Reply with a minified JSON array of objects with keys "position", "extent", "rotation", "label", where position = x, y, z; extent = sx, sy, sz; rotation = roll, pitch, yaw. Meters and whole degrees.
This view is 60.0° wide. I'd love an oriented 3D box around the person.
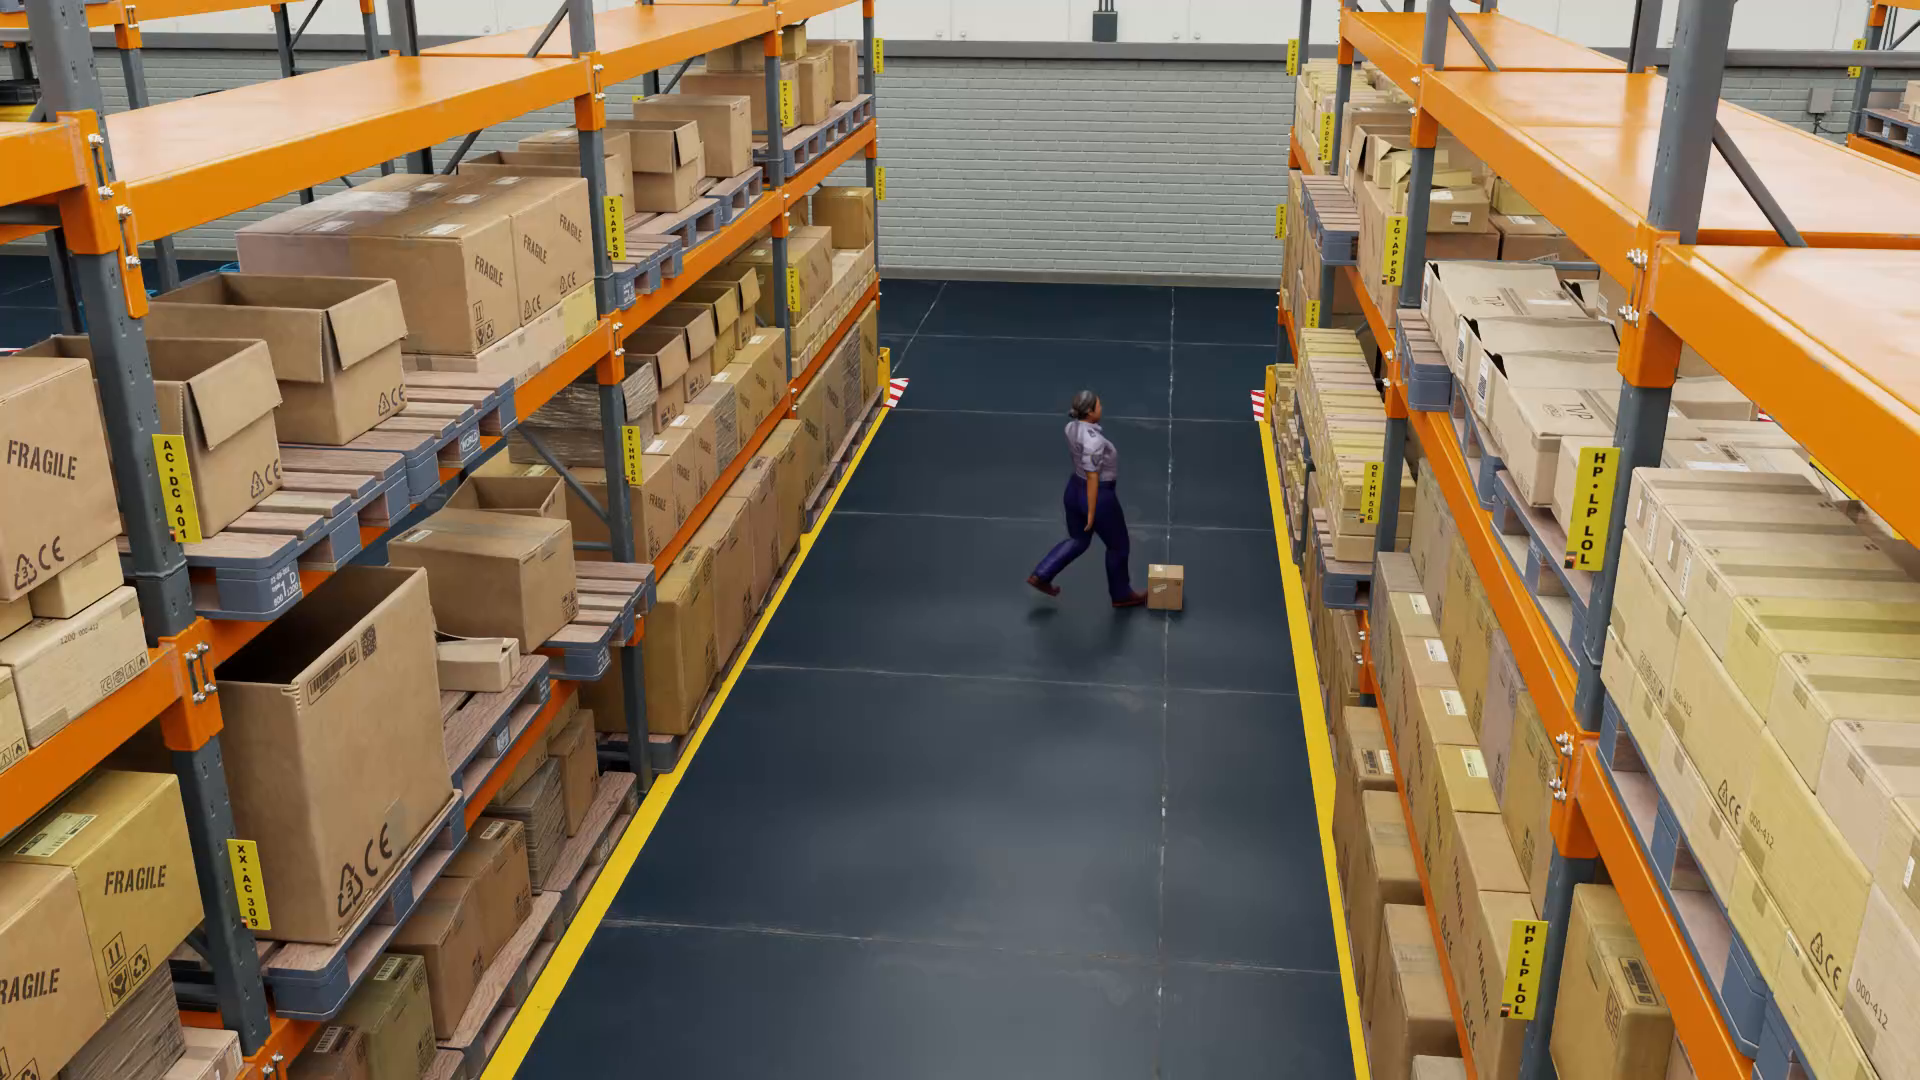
[{"position":[0.922,-0.294,11.864],"extent":[0.878,1.613,0.482],"rotation":[-10,24,-25],"label":"person"}]
